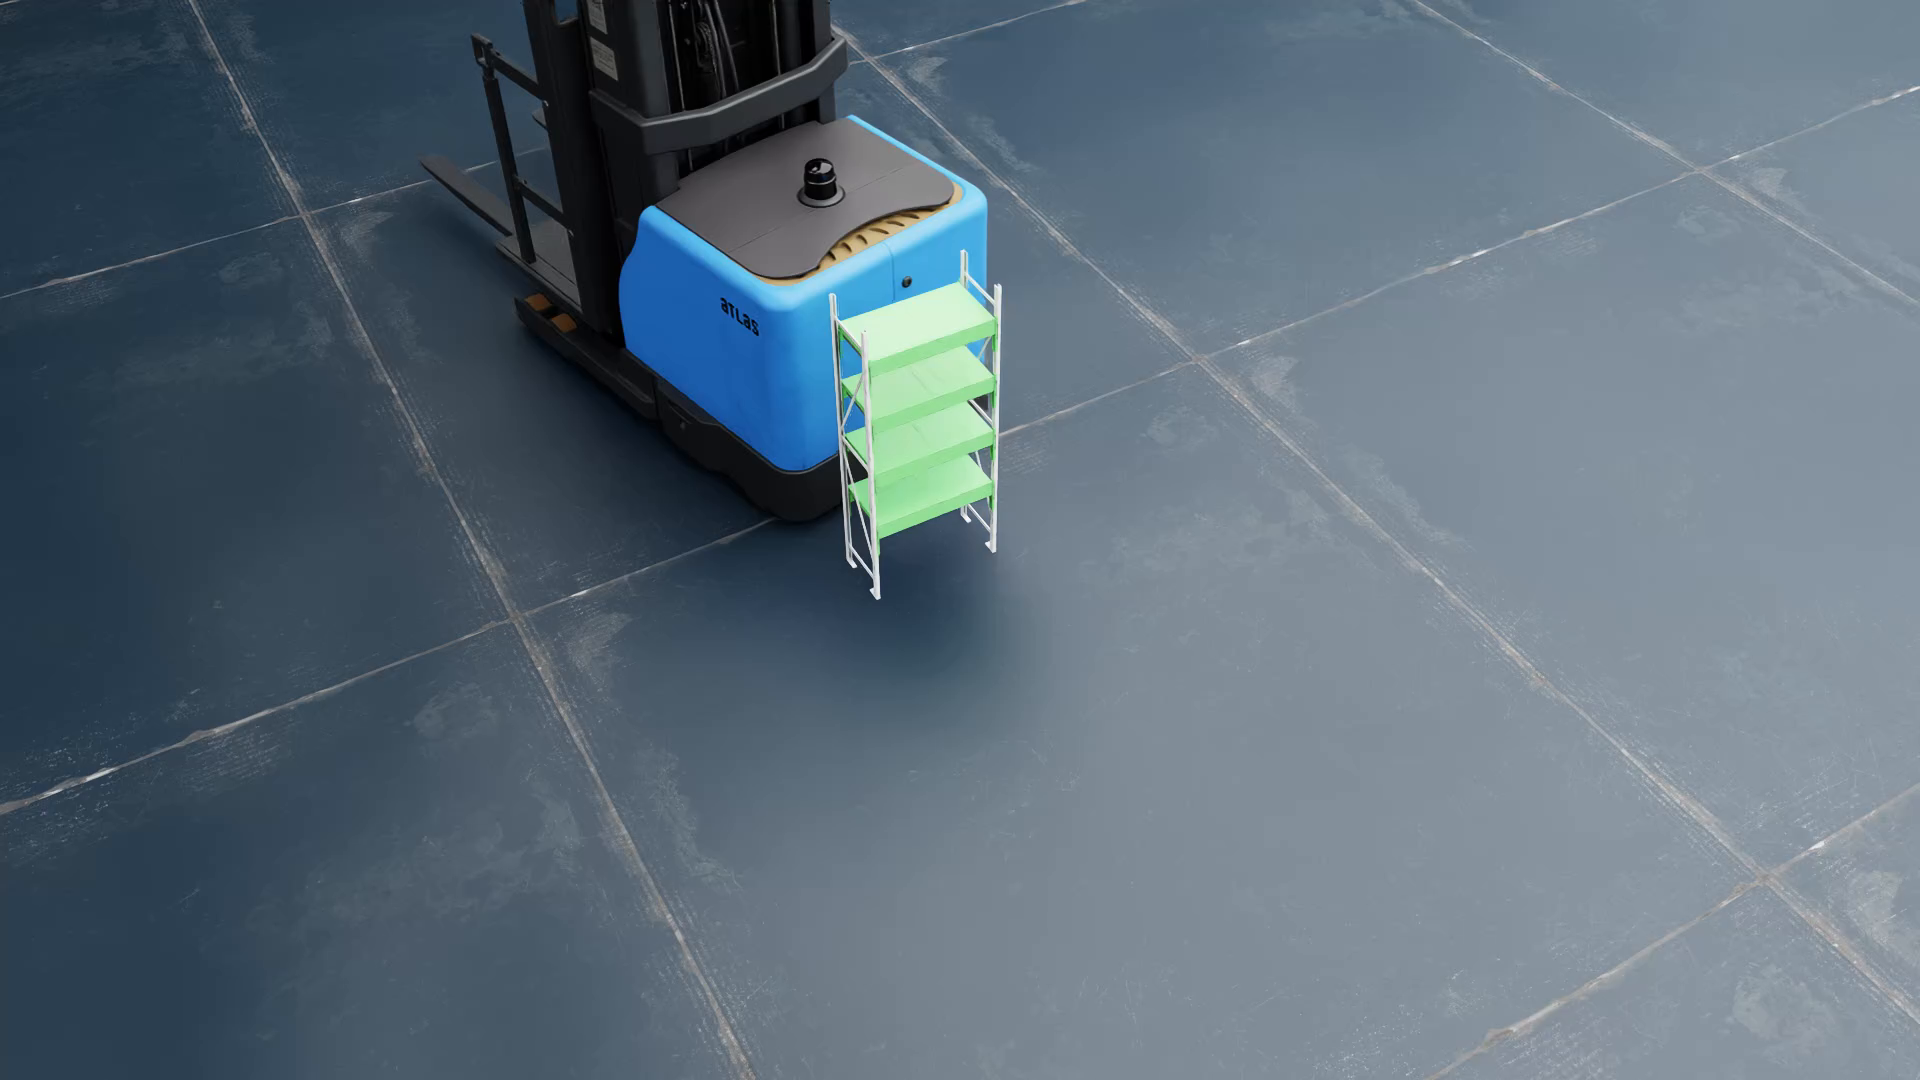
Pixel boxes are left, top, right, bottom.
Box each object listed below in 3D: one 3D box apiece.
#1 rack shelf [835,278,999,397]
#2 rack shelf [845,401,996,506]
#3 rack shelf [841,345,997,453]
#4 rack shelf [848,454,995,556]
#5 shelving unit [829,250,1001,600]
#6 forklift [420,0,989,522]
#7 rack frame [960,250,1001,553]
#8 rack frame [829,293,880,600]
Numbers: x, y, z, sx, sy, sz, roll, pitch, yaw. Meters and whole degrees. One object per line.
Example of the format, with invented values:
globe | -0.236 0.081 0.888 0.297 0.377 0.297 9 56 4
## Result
rack shelf | -0.144 -0.672 5.483 0.480 0.148 0.258 -22 48 -21
rack shelf | -0.144 -0.327 5.817 0.480 0.148 0.258 -22 48 -21
rack shelf | -0.144 -0.500 5.650 0.480 0.148 0.258 -22 48 -21
rack shelf | -0.144 -0.155 5.985 0.480 0.148 0.258 -22 48 -21
shelving unit | -0.144 -0.373 5.773 0.503 1.200 0.258 -22 48 -21
forklift | -1.253 -2.060 6.268 1.130 2.935 3.031 -33 53 -29
rack frame | 0.068 -0.458 5.860 0.015 1.200 0.240 -22 48 -21
rack frame | -0.355 -0.288 5.686 0.015 1.200 0.240 -22 48 -21
